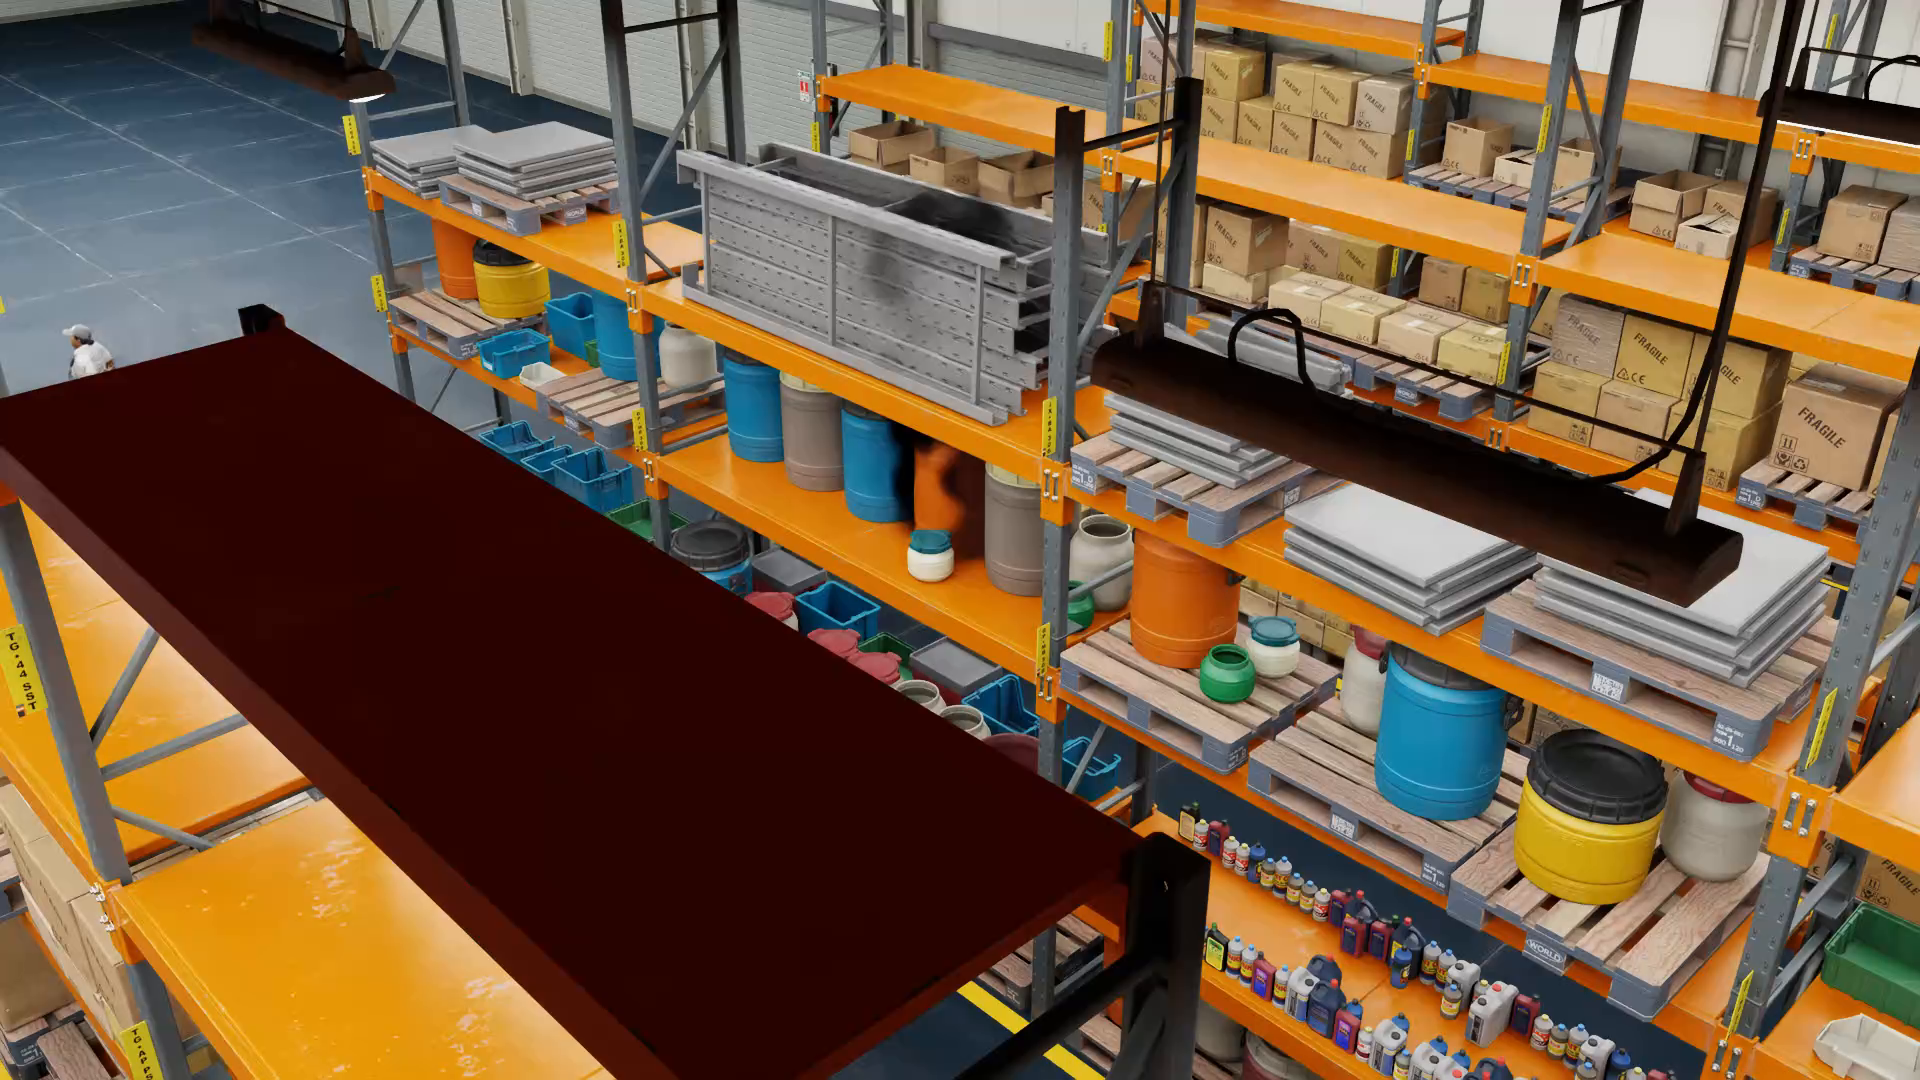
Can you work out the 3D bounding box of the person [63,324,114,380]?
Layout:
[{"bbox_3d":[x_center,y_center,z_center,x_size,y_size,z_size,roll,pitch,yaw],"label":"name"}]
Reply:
[{"bbox_3d":[-9.354,-1.564,18.075,0.586,1.639,0.598,-6,29,-11],"label":"person"}]

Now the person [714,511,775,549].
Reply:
[{"bbox_3d":[-2.091,-0.437,15.899,0.739,1.750,0.568,19,34,31],"label":"person"}]
